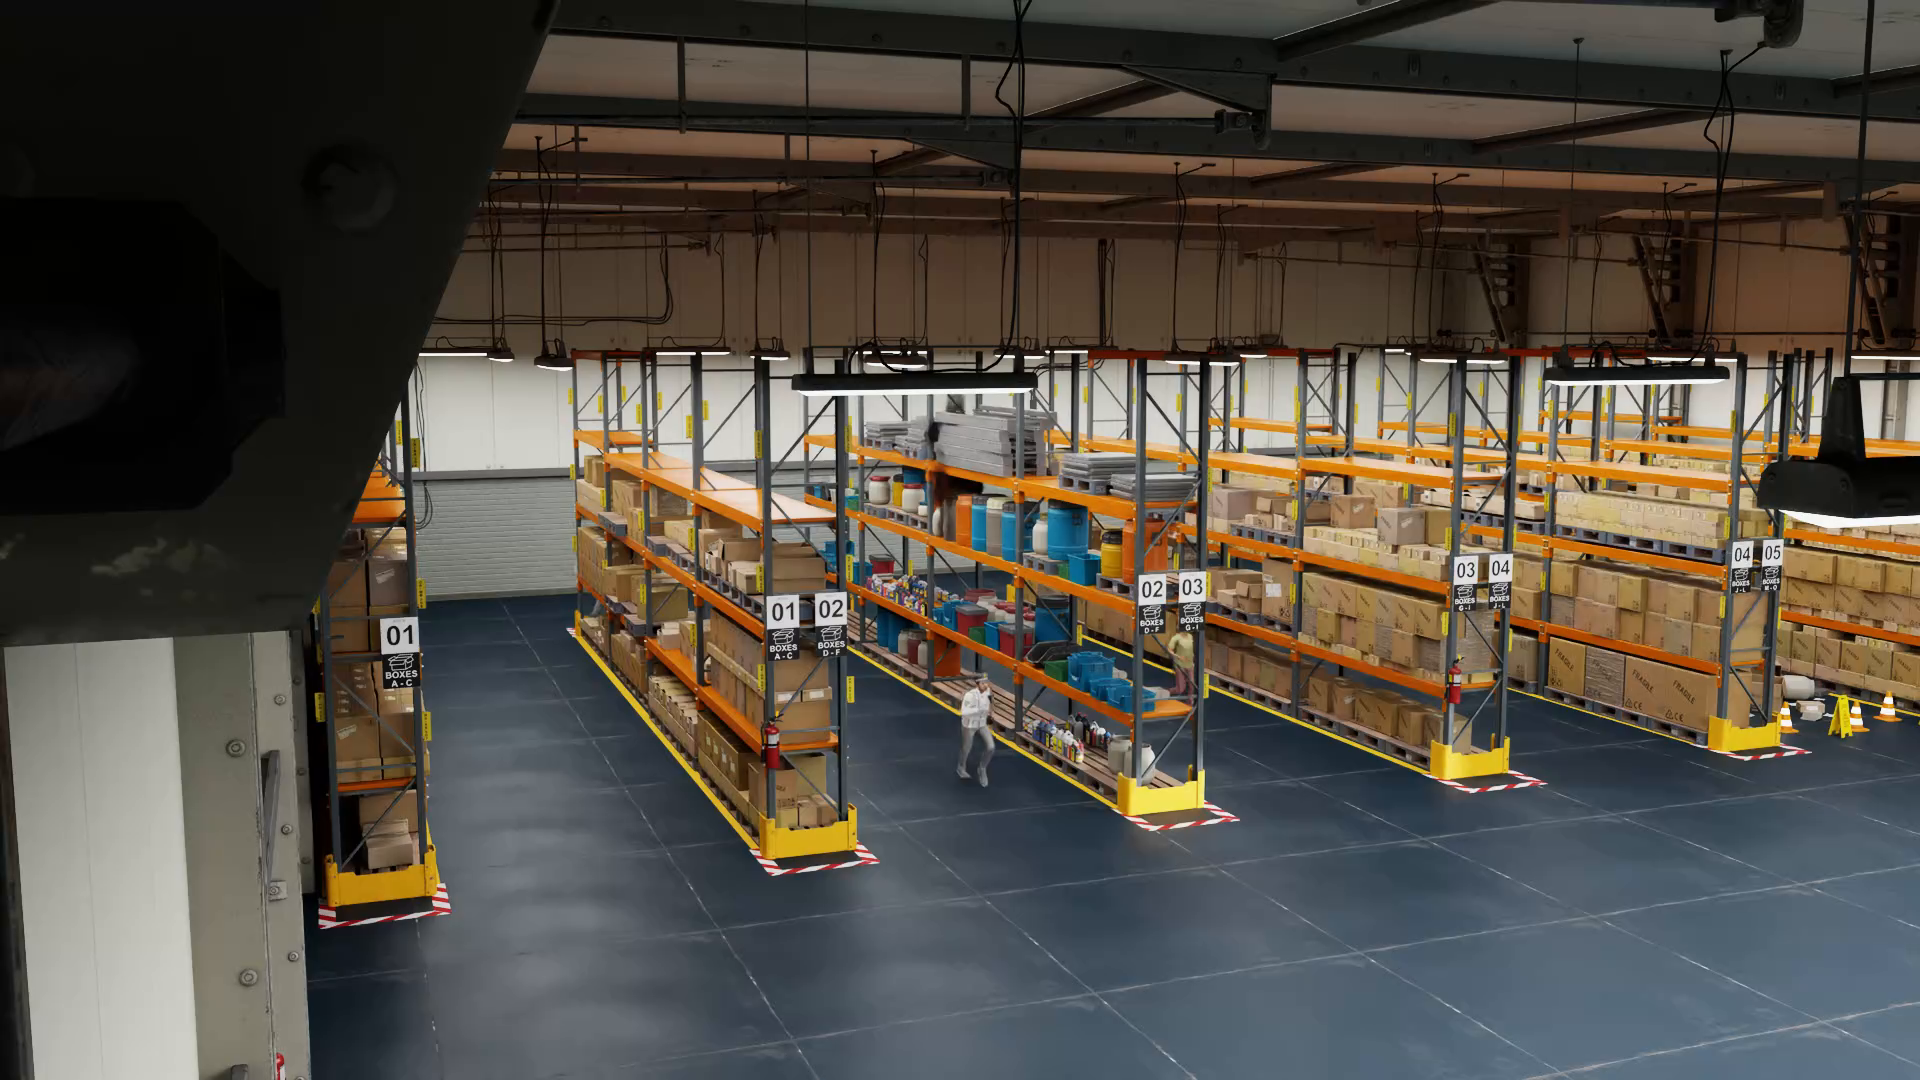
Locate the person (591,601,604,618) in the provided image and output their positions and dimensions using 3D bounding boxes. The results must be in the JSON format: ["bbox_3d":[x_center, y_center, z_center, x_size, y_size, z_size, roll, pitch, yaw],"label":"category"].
[{"bbox_3d":[-7.795,0.998,36.511,0.736,1.717,0.579,1,7,11],"label":"person"}]

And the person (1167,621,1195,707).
[{"bbox_3d":[3.701,2.104,27.546,0.588,1.627,0.758,-4,8,-28],"label":"person"}]

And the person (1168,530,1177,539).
[{"bbox_3d":[5.098,0.421,40.530,0.730,1.757,0.841,3,8,20],"label":"person"}]

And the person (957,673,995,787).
[{"bbox_3d":[0.209,2.620,23.272,0.598,1.645,0.882,-4,8,-28],"label":"person"}]
